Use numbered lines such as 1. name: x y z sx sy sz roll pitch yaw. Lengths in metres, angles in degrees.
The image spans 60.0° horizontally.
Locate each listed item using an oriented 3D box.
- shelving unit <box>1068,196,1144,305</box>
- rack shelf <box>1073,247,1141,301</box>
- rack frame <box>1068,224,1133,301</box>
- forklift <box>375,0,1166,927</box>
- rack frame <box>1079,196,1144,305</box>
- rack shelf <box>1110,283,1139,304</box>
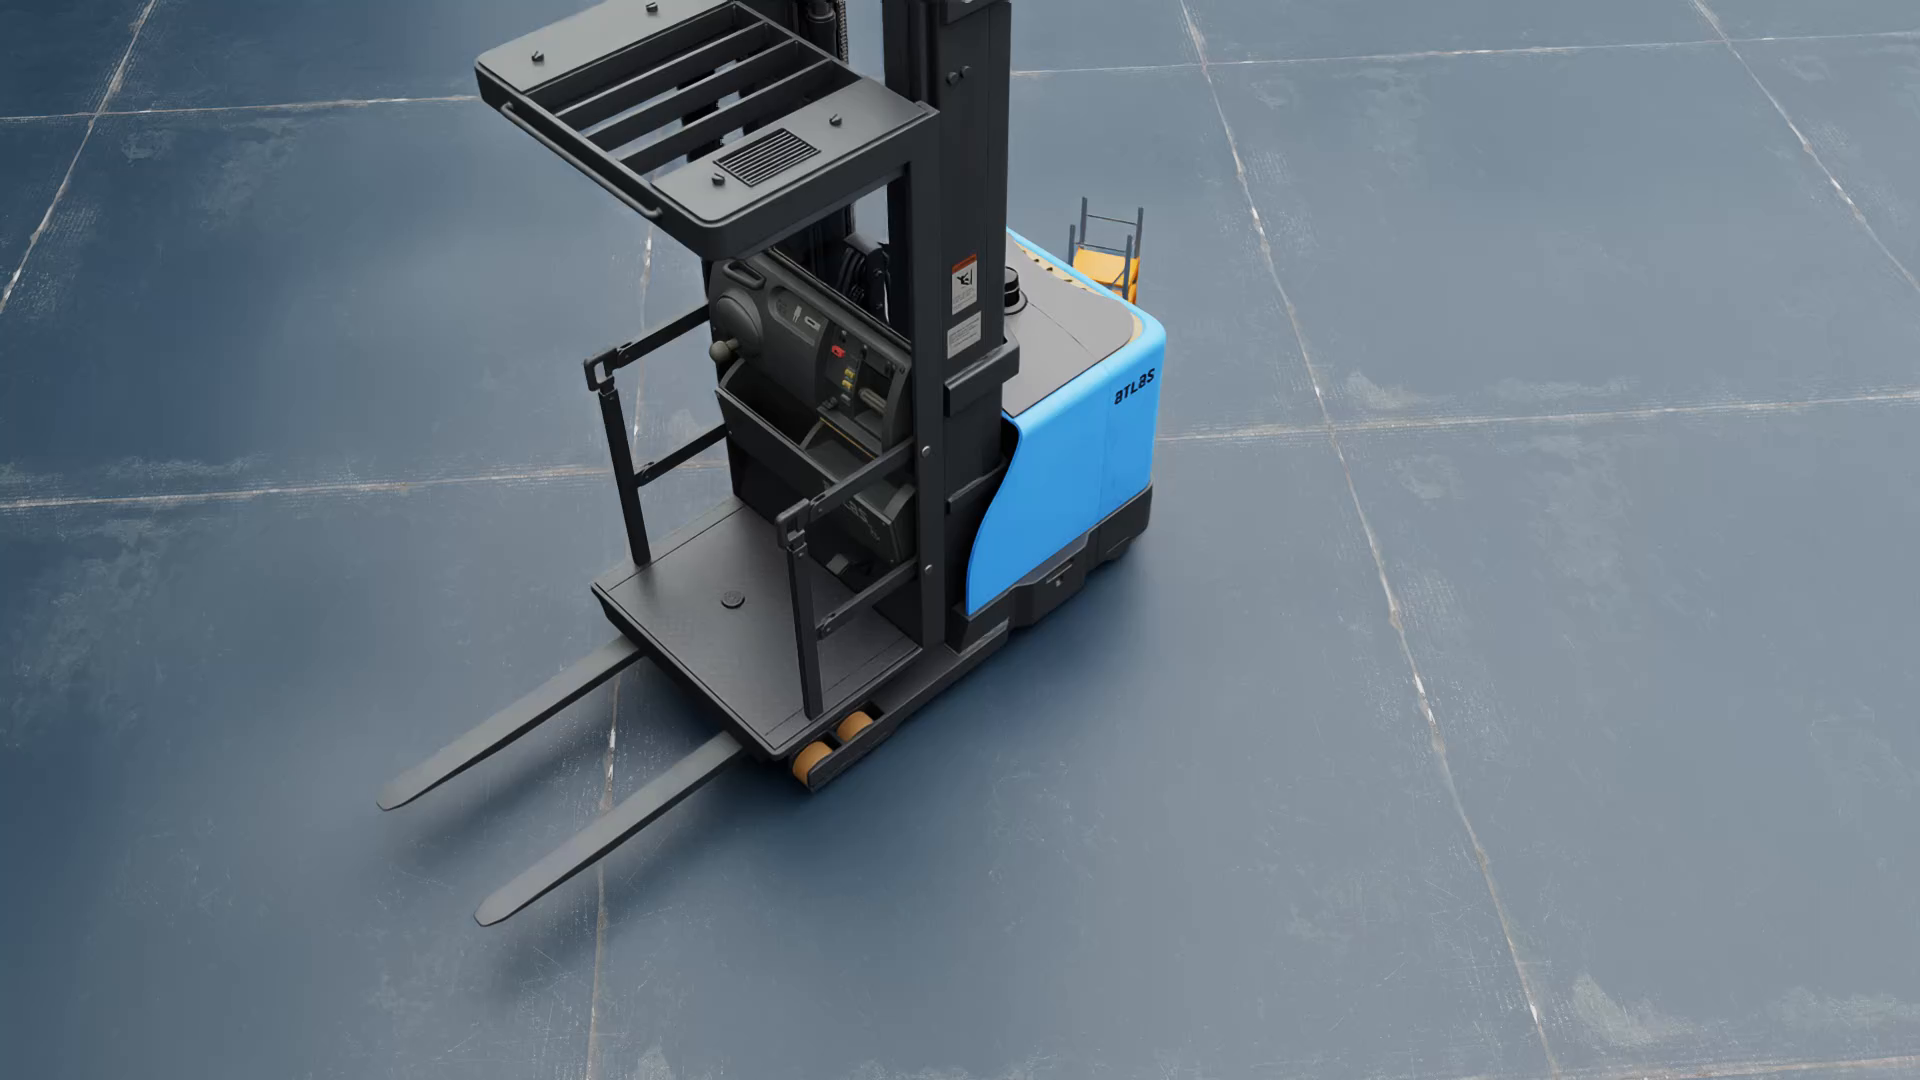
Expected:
1. shelving unit: 0.554 -0.806 6.687 0.258 1.200 0.189 13 48 12
2. rack shelf: 0.554 -1.023 6.458 0.258 0.103 0.180 13 48 12
3. rack frame: 0.527 -0.742 6.626 0.240 1.200 0.006 13 48 12
4. forklift: -0.650 -0.559 5.260 3.031 2.935 1.130 -35 56 -28
5. rack frame: 0.581 -0.869 6.747 0.240 1.200 0.006 13 48 12
6. rack shelf: 0.554 -0.940 6.545 0.258 0.103 0.180 13 48 12
